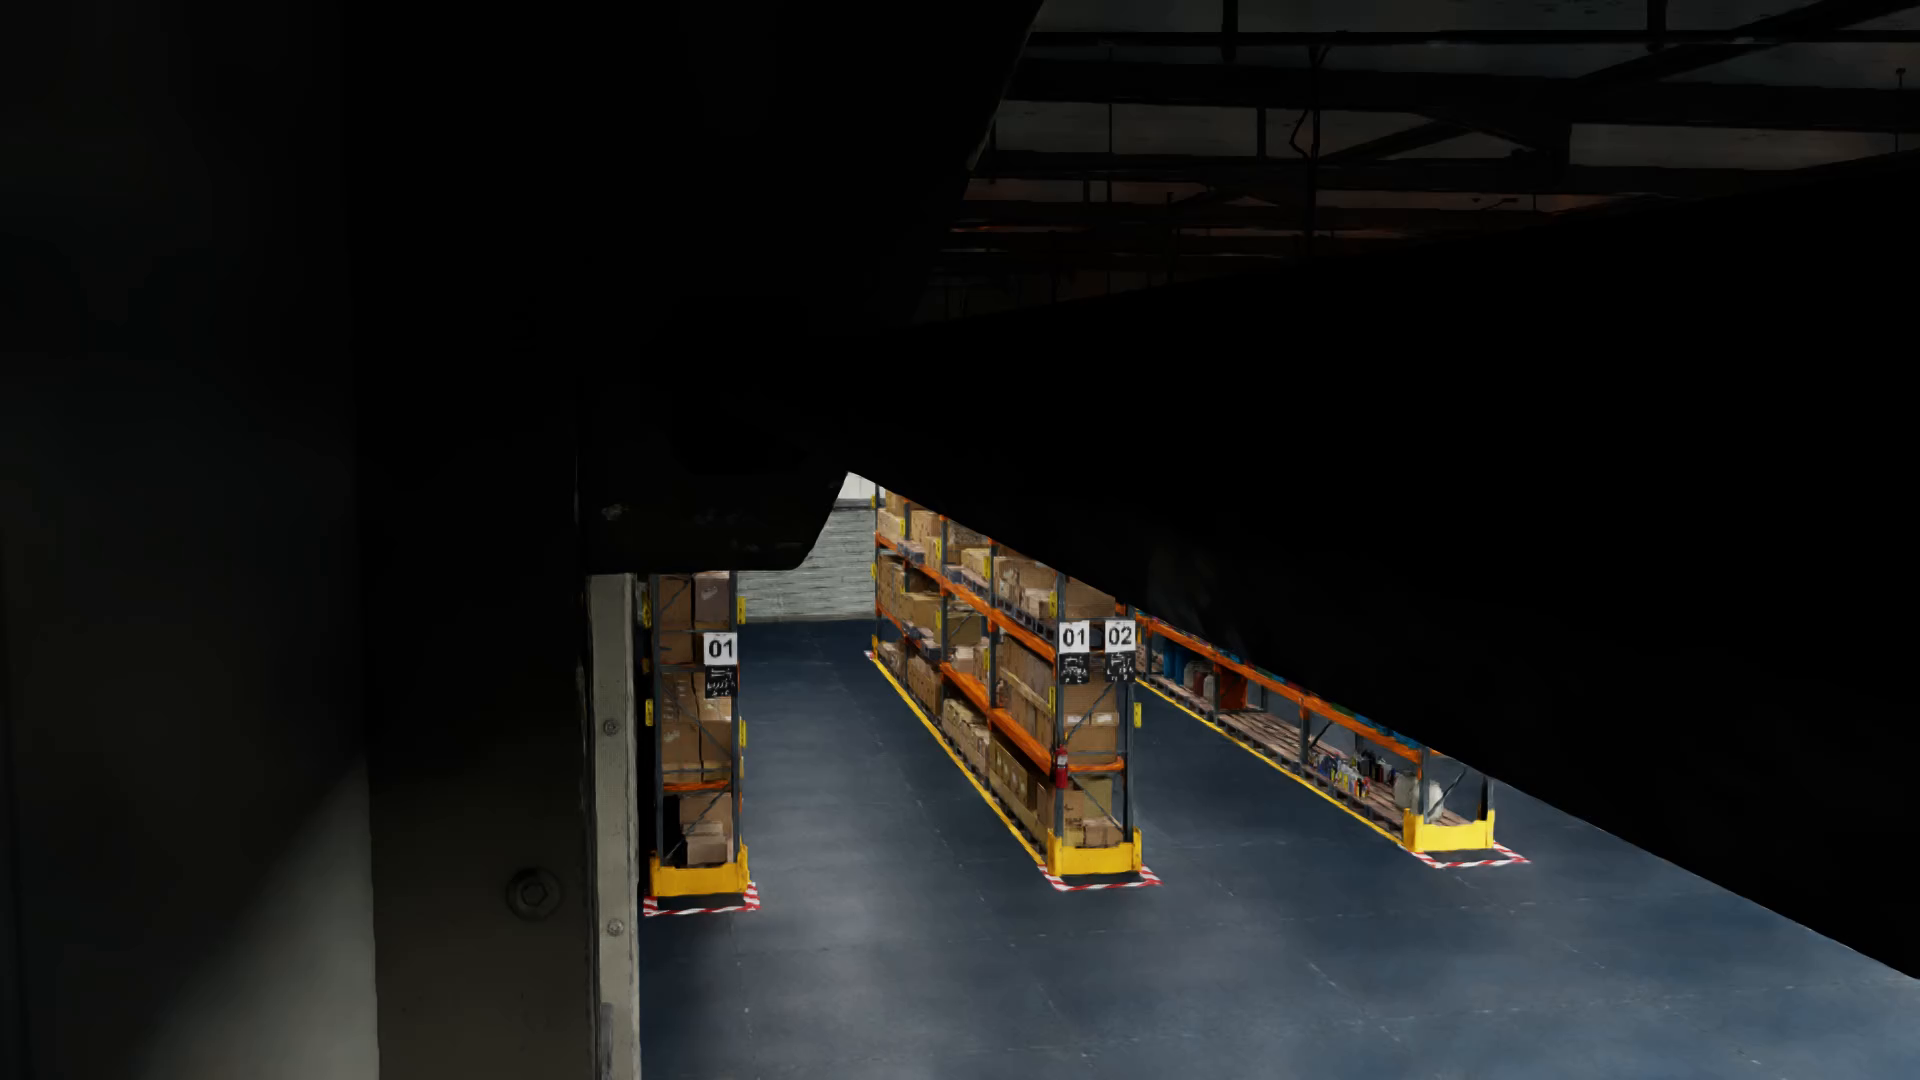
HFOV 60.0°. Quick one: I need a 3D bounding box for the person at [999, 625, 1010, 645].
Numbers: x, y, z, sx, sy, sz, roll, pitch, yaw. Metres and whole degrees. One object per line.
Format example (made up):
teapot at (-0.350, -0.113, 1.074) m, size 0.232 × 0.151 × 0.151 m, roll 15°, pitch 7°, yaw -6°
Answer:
person at (0.923, 2.033, 34.091) m, size 0.497 × 1.583 × 1.090 m, roll -1°, pitch 6°, yaw -8°
